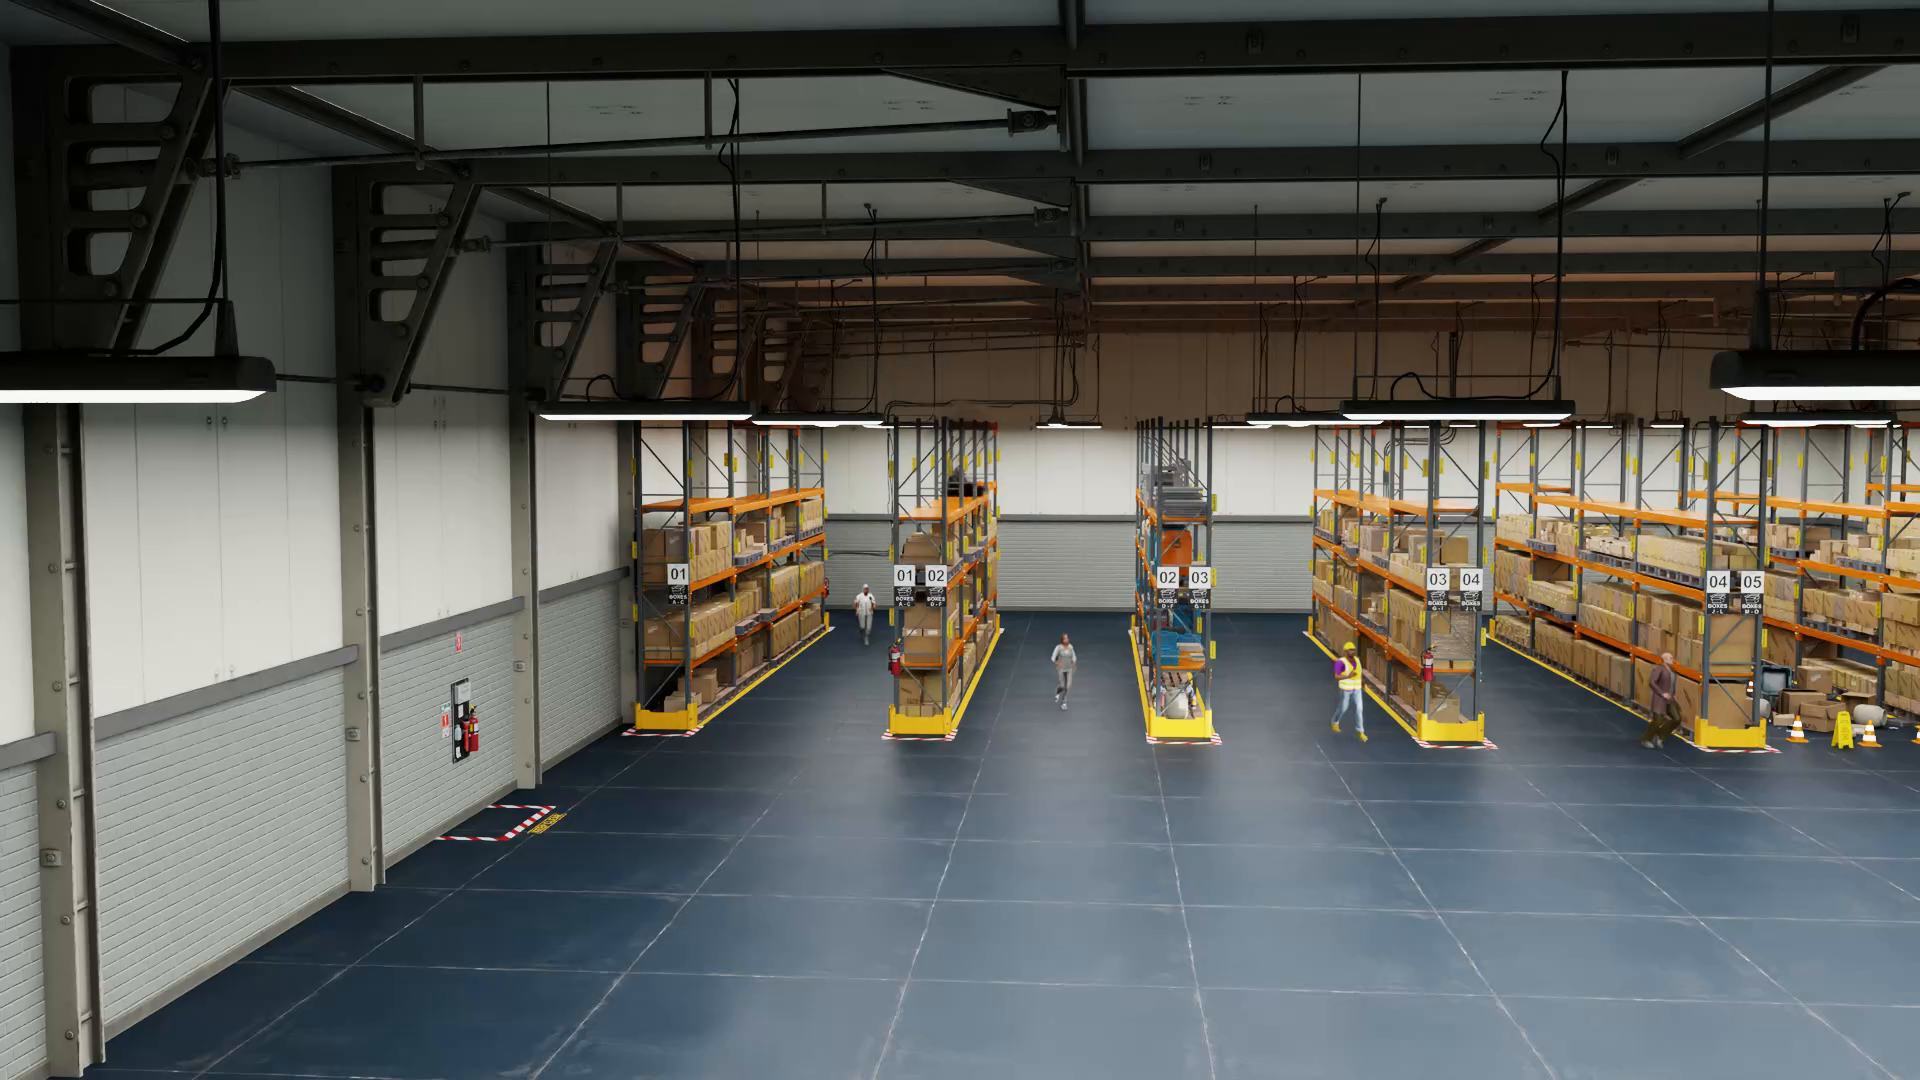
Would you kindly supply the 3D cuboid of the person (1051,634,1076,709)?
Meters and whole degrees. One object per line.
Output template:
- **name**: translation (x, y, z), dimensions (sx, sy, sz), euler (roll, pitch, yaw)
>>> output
- **person**: translation (2.152, 2.701, 34.377), dimensions (0.534, 1.553, 0.557), euler (-1, 4, -14)

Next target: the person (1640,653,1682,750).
- **person**: translation (12.710, 2.897, 29.993), dimensions (0.772, 1.730, 0.648), euler (-2, 4, -28)

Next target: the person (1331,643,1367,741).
- **person**: translation (7.270, 2.792, 31.022), dimensions (0.701, 1.772, 0.969), euler (-1, 4, -18)

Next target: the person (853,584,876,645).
- **person**: translation (-2.531, 2.004, 44.564), dimensions (0.602, 1.625, 0.540), euler (-1, 4, -11)
